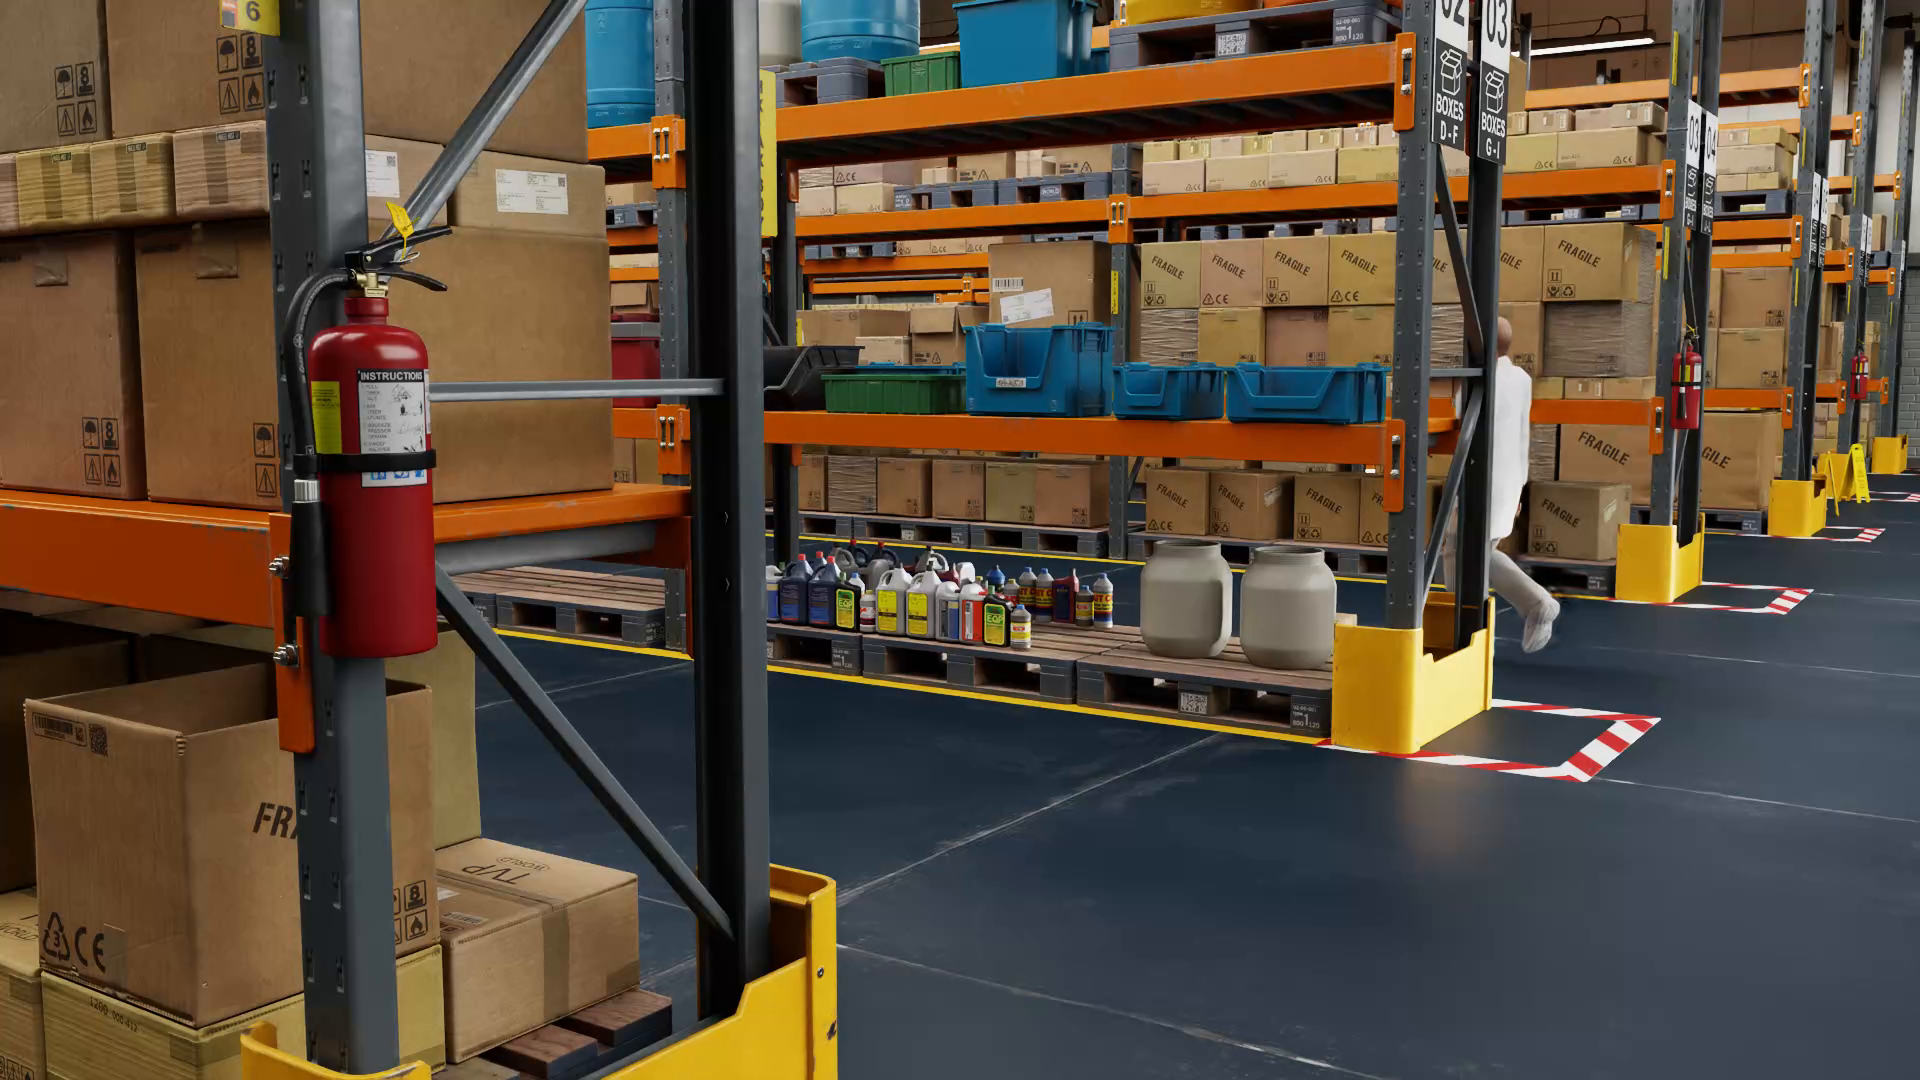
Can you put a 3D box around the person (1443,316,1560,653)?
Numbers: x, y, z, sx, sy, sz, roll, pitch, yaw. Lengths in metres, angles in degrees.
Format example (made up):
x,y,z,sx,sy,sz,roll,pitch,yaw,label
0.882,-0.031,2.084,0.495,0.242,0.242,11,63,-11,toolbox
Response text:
x,y,z,sx,sy,sz,roll,pitch,yaw,label
2.718,-0.261,8.518,0.705,1.759,0.626,5,8,39,person
